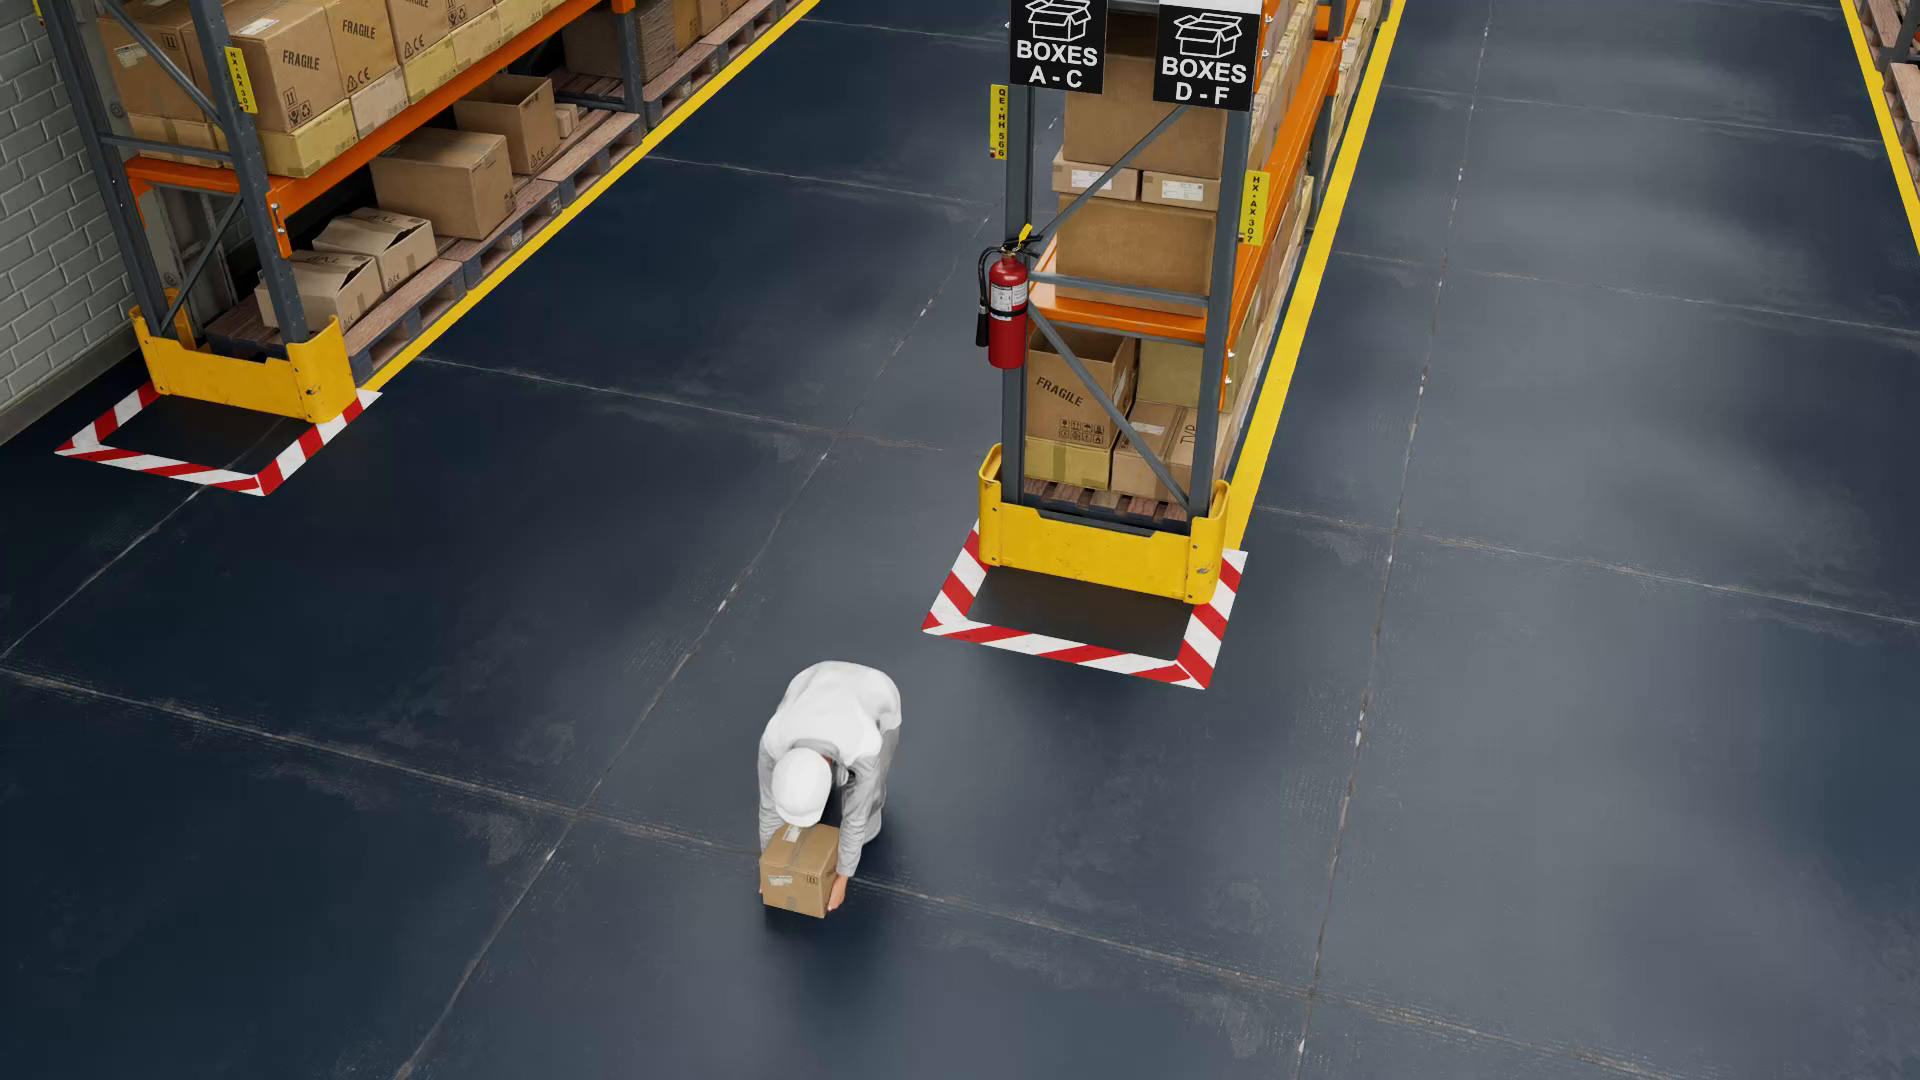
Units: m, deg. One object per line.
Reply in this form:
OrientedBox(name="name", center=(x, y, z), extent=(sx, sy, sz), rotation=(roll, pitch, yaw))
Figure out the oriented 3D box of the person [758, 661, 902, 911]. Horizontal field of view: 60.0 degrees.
OrientedBox(name="person", center=(-0.525, 0.923, 6.531), extent=(0.517, 0.867, 0.957), rotation=(10, 38, 13))
